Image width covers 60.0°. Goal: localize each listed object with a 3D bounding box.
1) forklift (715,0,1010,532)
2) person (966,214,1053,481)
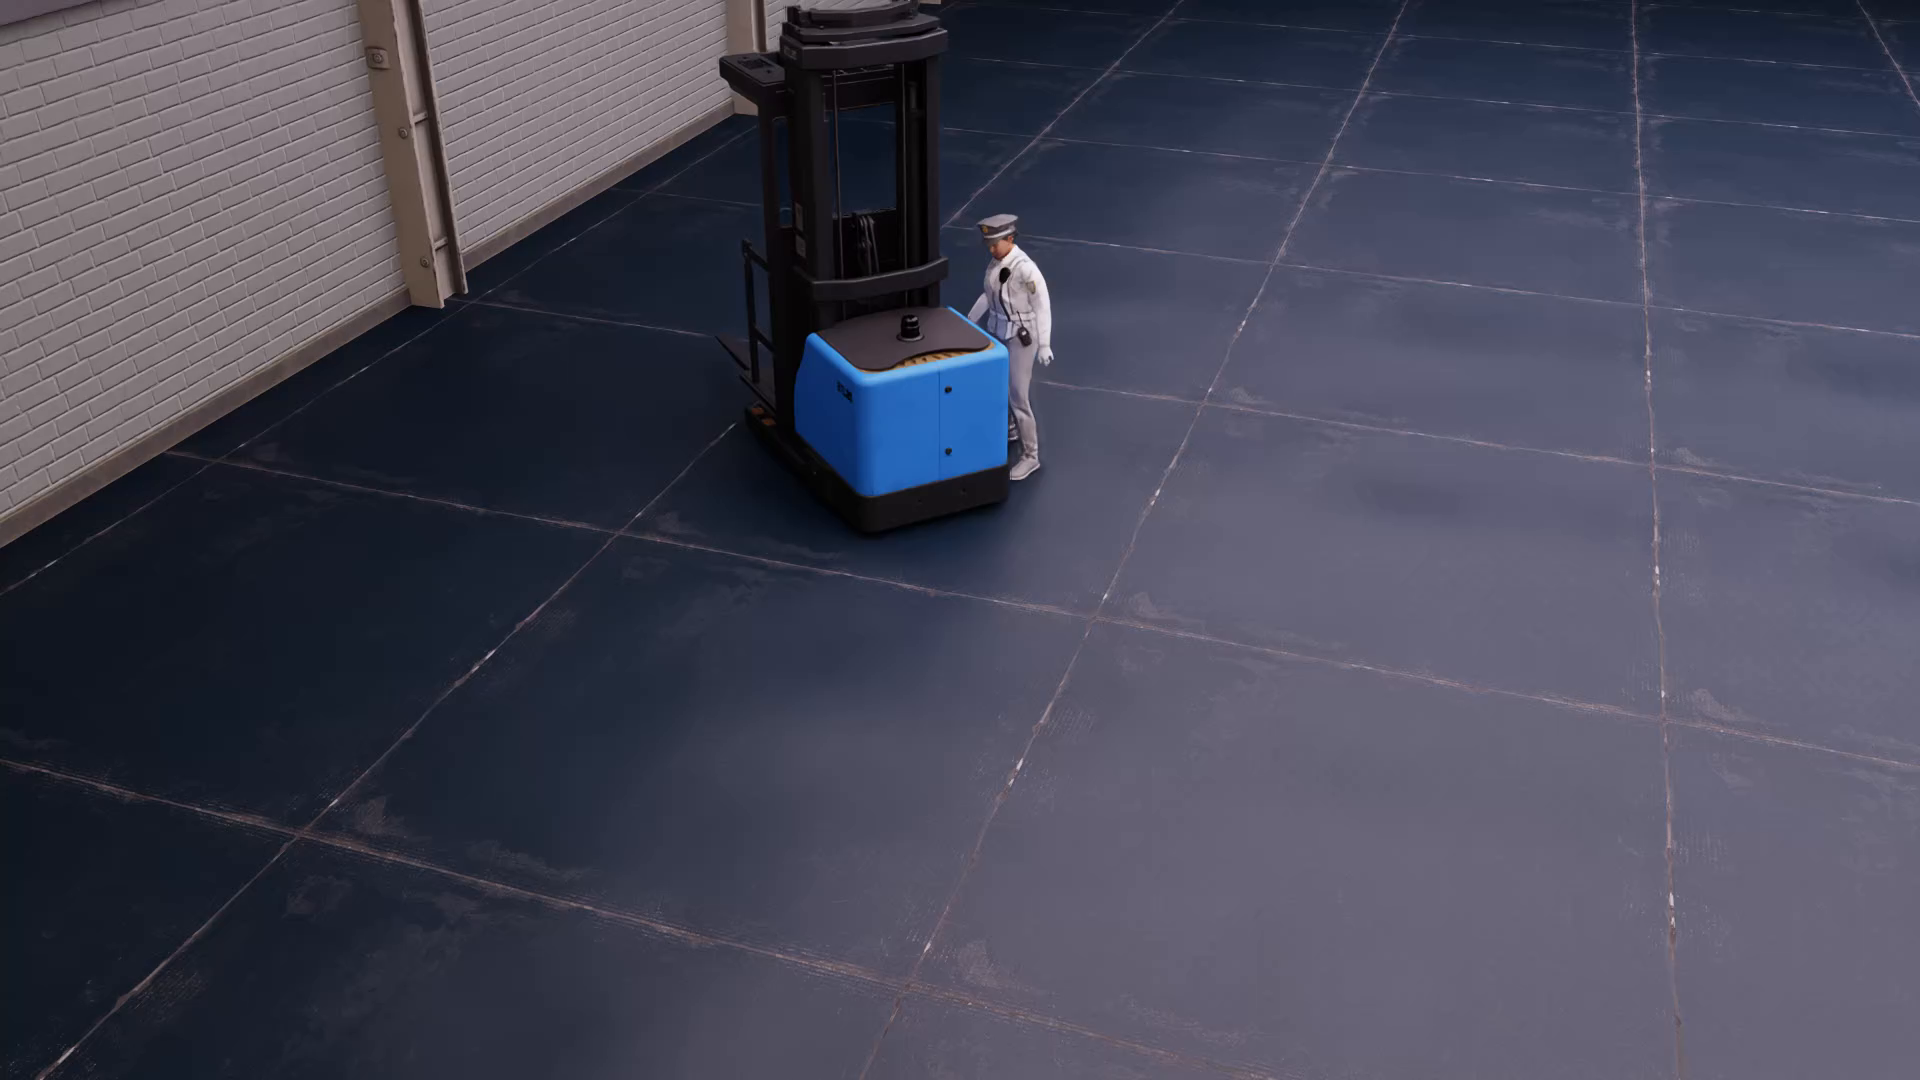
[{"bbox_3d":[-0.817,-2.026,10.690,1.130,2.935,3.031,-14,33,-24],"label":"forklift"},{"bbox_3d":[0.298,-1.287,10.713,0.393,1.638,0.777,-16,33,-26],"label":"person"}]
